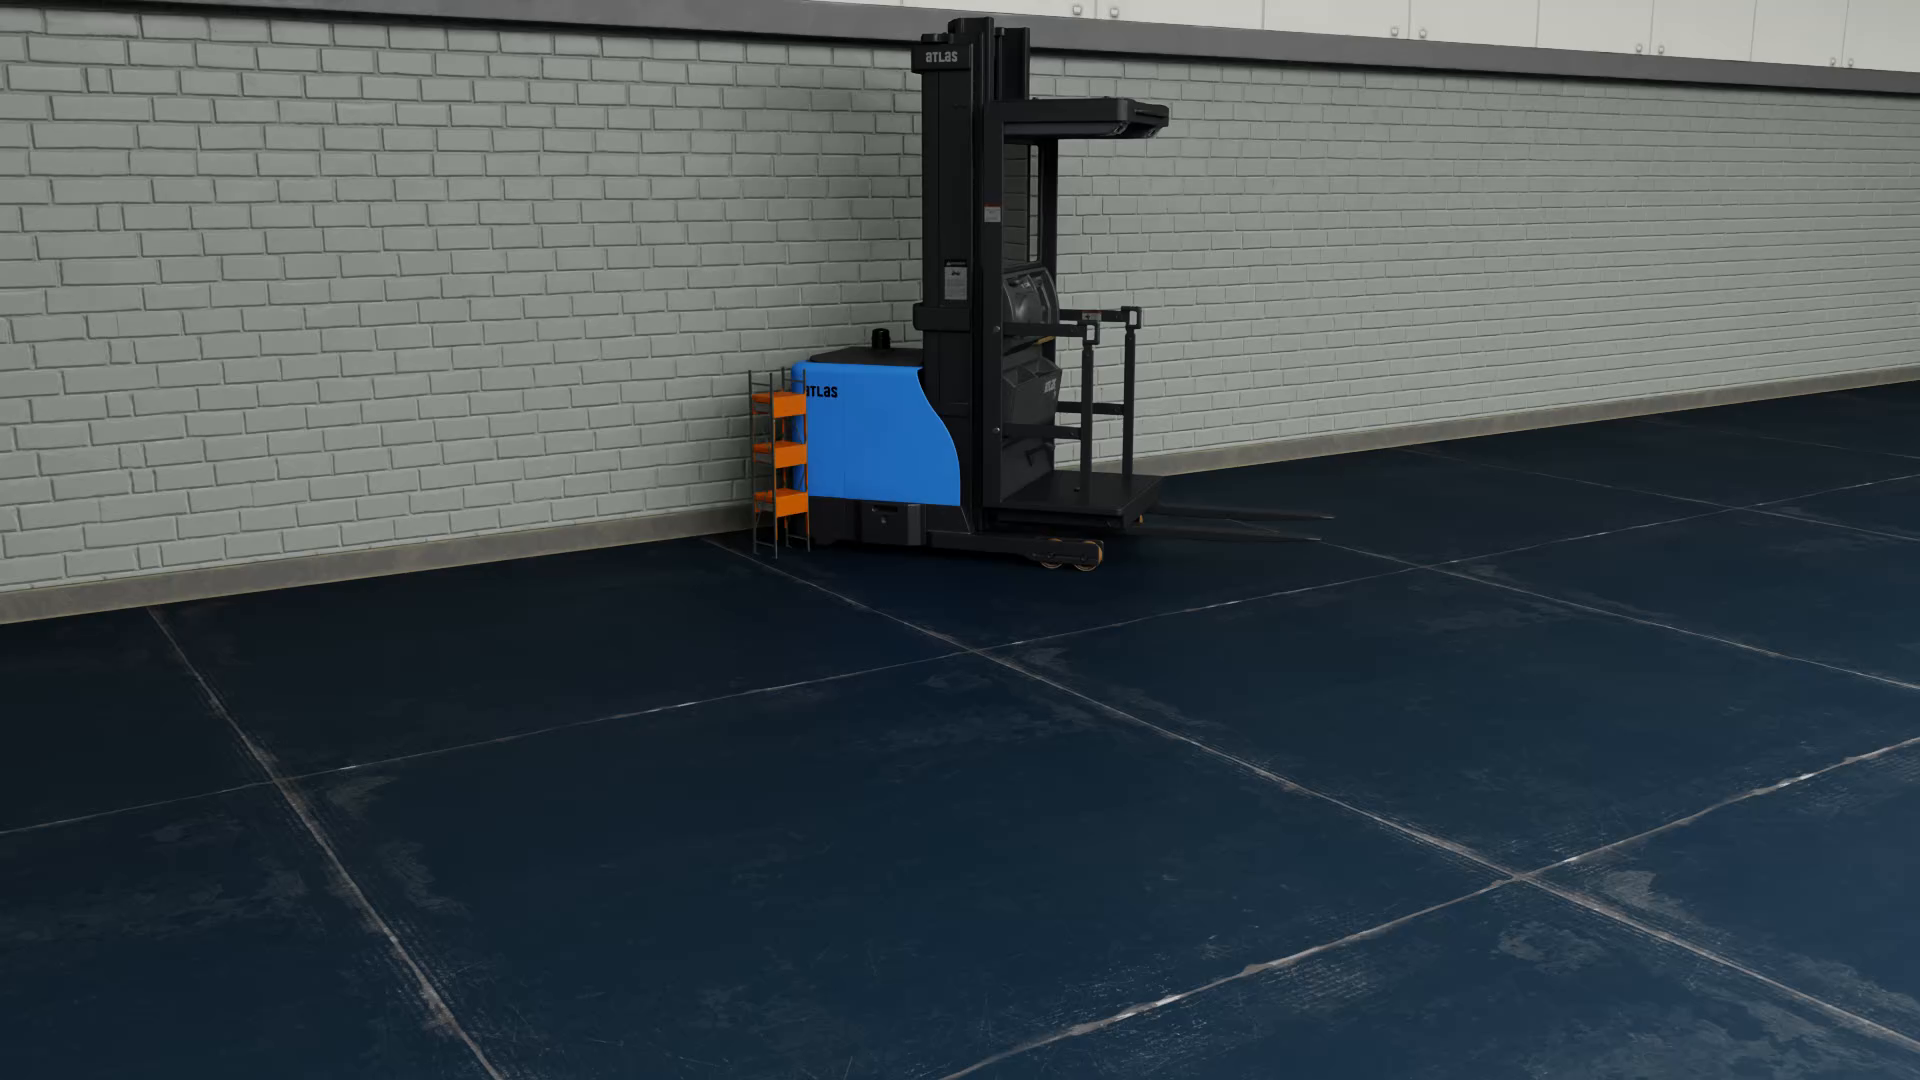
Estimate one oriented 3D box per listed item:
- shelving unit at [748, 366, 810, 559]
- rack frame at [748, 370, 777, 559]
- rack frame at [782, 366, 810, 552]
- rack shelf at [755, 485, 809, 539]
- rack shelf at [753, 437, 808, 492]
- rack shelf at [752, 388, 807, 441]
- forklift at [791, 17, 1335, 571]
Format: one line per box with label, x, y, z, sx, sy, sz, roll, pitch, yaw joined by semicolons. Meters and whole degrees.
shelving unit;-1.023;-0.441;9.419;0.215;1.050;0.252;11;17;42
rack frame;-1.107;-0.422;9.332;0.200;1.050;0.008;11;17;42
rack frame;-0.940;-0.460;9.506;0.200;1.050;0.008;11;17;42
rack shelf;-1.023;-0.159;9.481;0.215;0.259;0.240;11;17;42
rack shelf;-1.023;-0.430;9.421;0.215;0.259;0.240;11;17;42
rack shelf;-1.023;-0.707;9.361;0.215;0.259;0.240;11;17;42
forklift;0.591;-1.389;9.351;3.031;2.935;1.130;4;13;18
